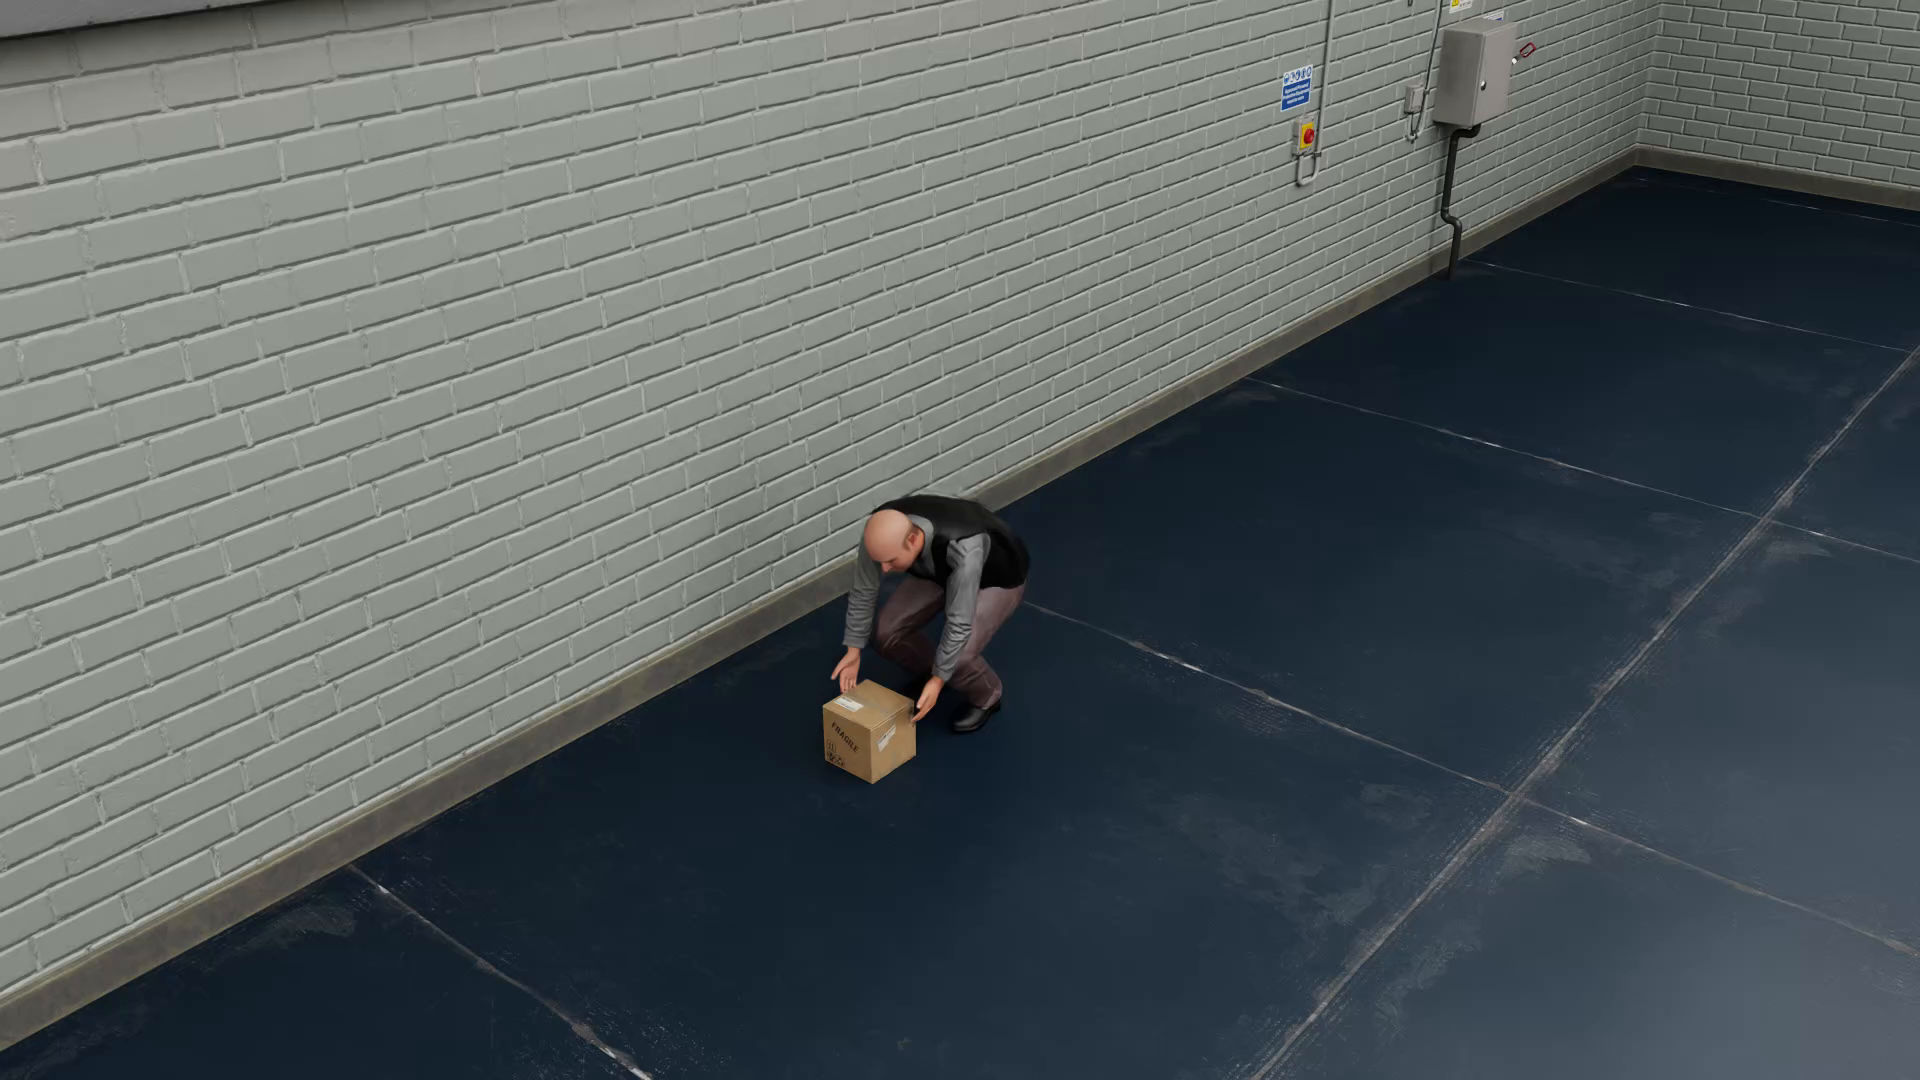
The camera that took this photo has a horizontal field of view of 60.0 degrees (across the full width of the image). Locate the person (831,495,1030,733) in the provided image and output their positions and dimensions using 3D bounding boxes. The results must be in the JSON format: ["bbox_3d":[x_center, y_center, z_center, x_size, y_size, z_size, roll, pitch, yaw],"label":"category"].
[{"bbox_3d":[-0.069,0.252,6.398,0.555,1.047,0.843,21,34,34],"label":"person"}]
